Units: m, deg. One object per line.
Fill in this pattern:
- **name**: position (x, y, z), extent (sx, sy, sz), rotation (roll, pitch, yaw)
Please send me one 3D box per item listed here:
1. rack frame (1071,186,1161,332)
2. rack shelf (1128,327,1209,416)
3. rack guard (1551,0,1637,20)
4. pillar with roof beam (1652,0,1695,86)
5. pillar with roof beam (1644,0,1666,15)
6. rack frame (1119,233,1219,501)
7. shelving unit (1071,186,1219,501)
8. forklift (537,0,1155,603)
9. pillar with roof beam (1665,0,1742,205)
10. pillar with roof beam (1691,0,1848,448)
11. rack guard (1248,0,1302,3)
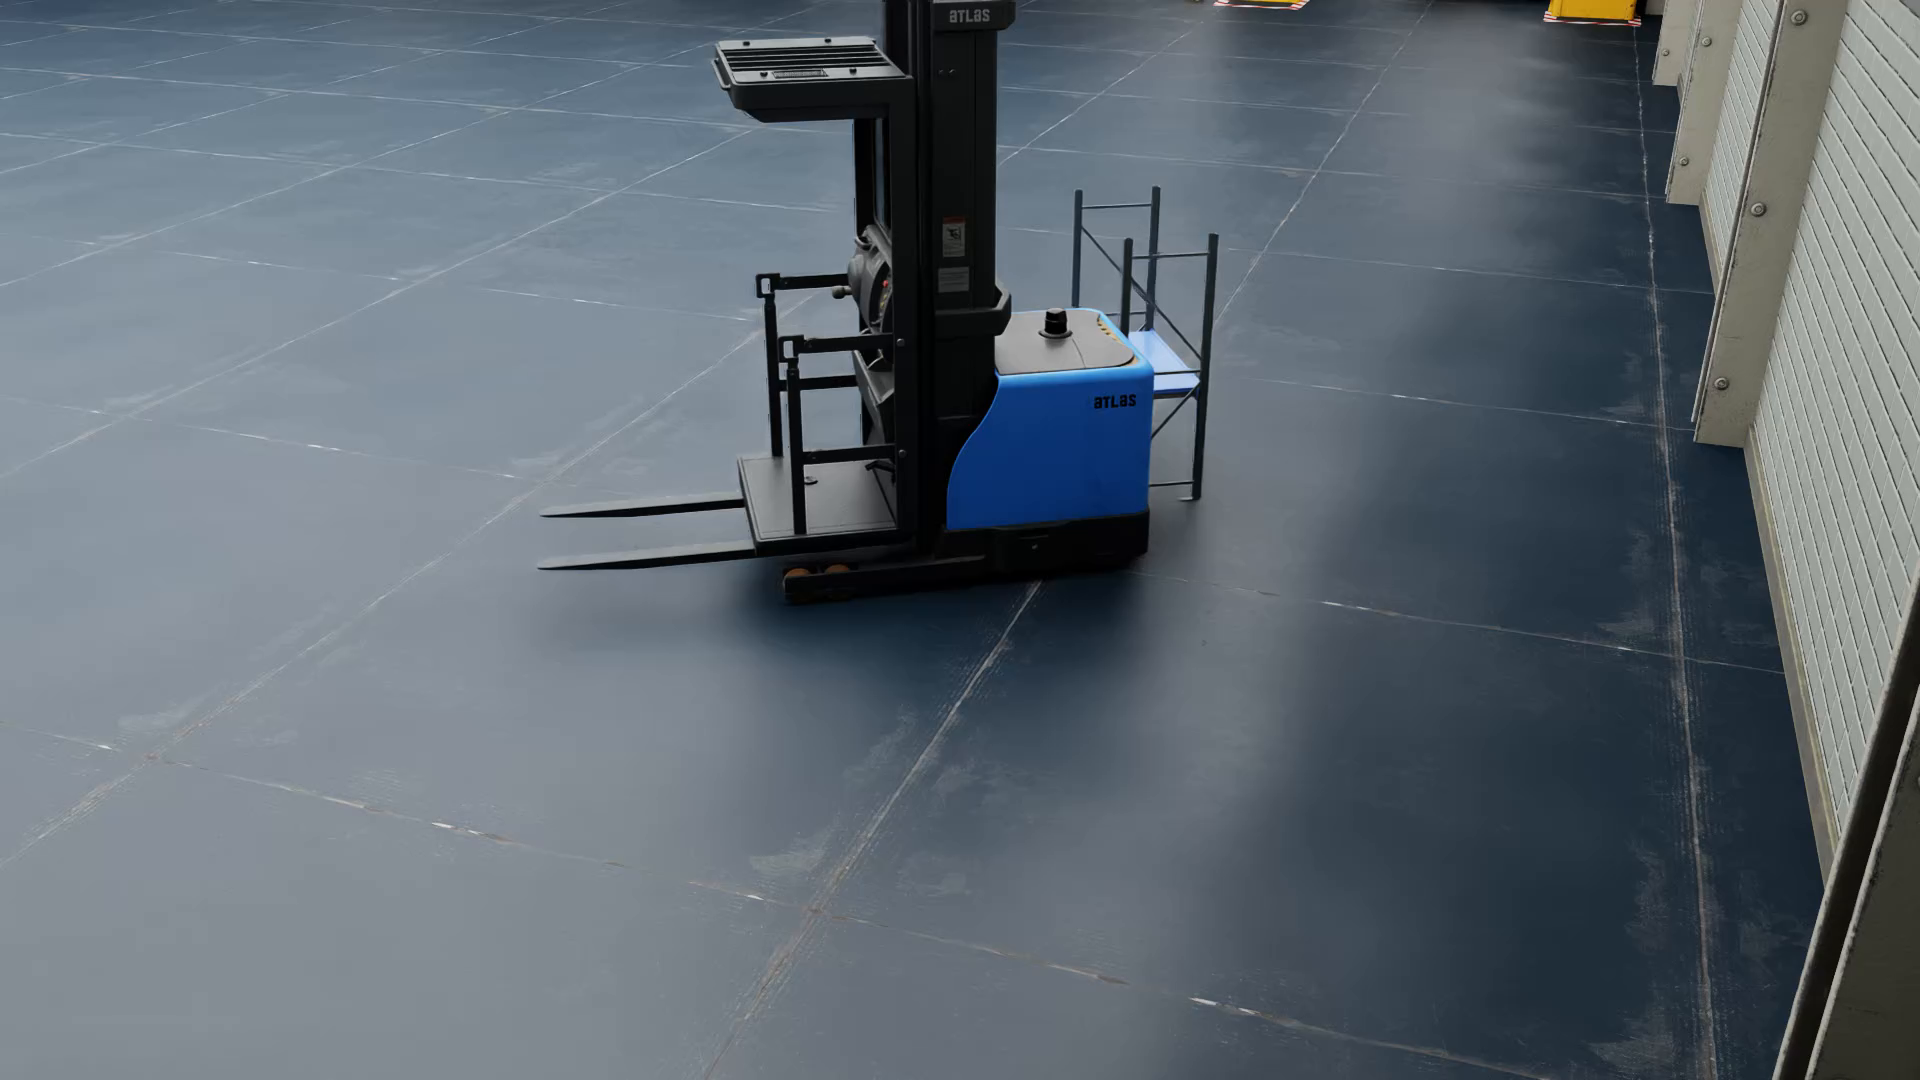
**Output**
- **rack frame**: position (0.894, -1.320, 9.755), extent (0.500, 1.500, 0.032), rotation (-5, 26, -10)
- **rack shelf**: position (0.989, -0.940, 9.384), extent (0.538, 0.185, 1.000), rotation (-5, 26, -10)
- **rack guard**: position (9.511, -8.104, 24.914), extent (1.175, 0.500, 0.348), rotation (9, 27, 17)
- **pillar with roof beam**: position (4.544, -10.253, 19.600), extent (9.100, 9.000, 0.400), rotation (9, 27, 17)
- **pillar with roof beam**: position (6.541, -12.719, 24.692), extent (9.100, 9.000, 0.400), rotation (9, 27, 17)
- **rack frame**: position (1.083, -0.885, 8.856), extent (0.500, 1.500, 0.032), rotation (-5, 26, -10)
- **shelving unit**: position (0.989, -1.102, 9.306), extent (0.538, 1.500, 1.048), rotation (-5, 26, -10)
- **forklift**: position (-0.612, -1.263, 7.995), extent (3.031, 2.935, 1.130), rotation (-5, 26, -11)
- **pillar with roof beam**: position (2.548, -7.787, 14.507), extent (9.100, 9.000, 0.400), rotation (9, 27, 17)
- **pillar with roof beam**: position (0.551, -5.322, 9.415), extent (9.100, 9.000, 0.400), rotation (9, 27, 17)
- **rack guard**: position (4.862, -8.863, 26.482), extent (1.175, 0.500, 0.348), rotation (9, 27, 17)
